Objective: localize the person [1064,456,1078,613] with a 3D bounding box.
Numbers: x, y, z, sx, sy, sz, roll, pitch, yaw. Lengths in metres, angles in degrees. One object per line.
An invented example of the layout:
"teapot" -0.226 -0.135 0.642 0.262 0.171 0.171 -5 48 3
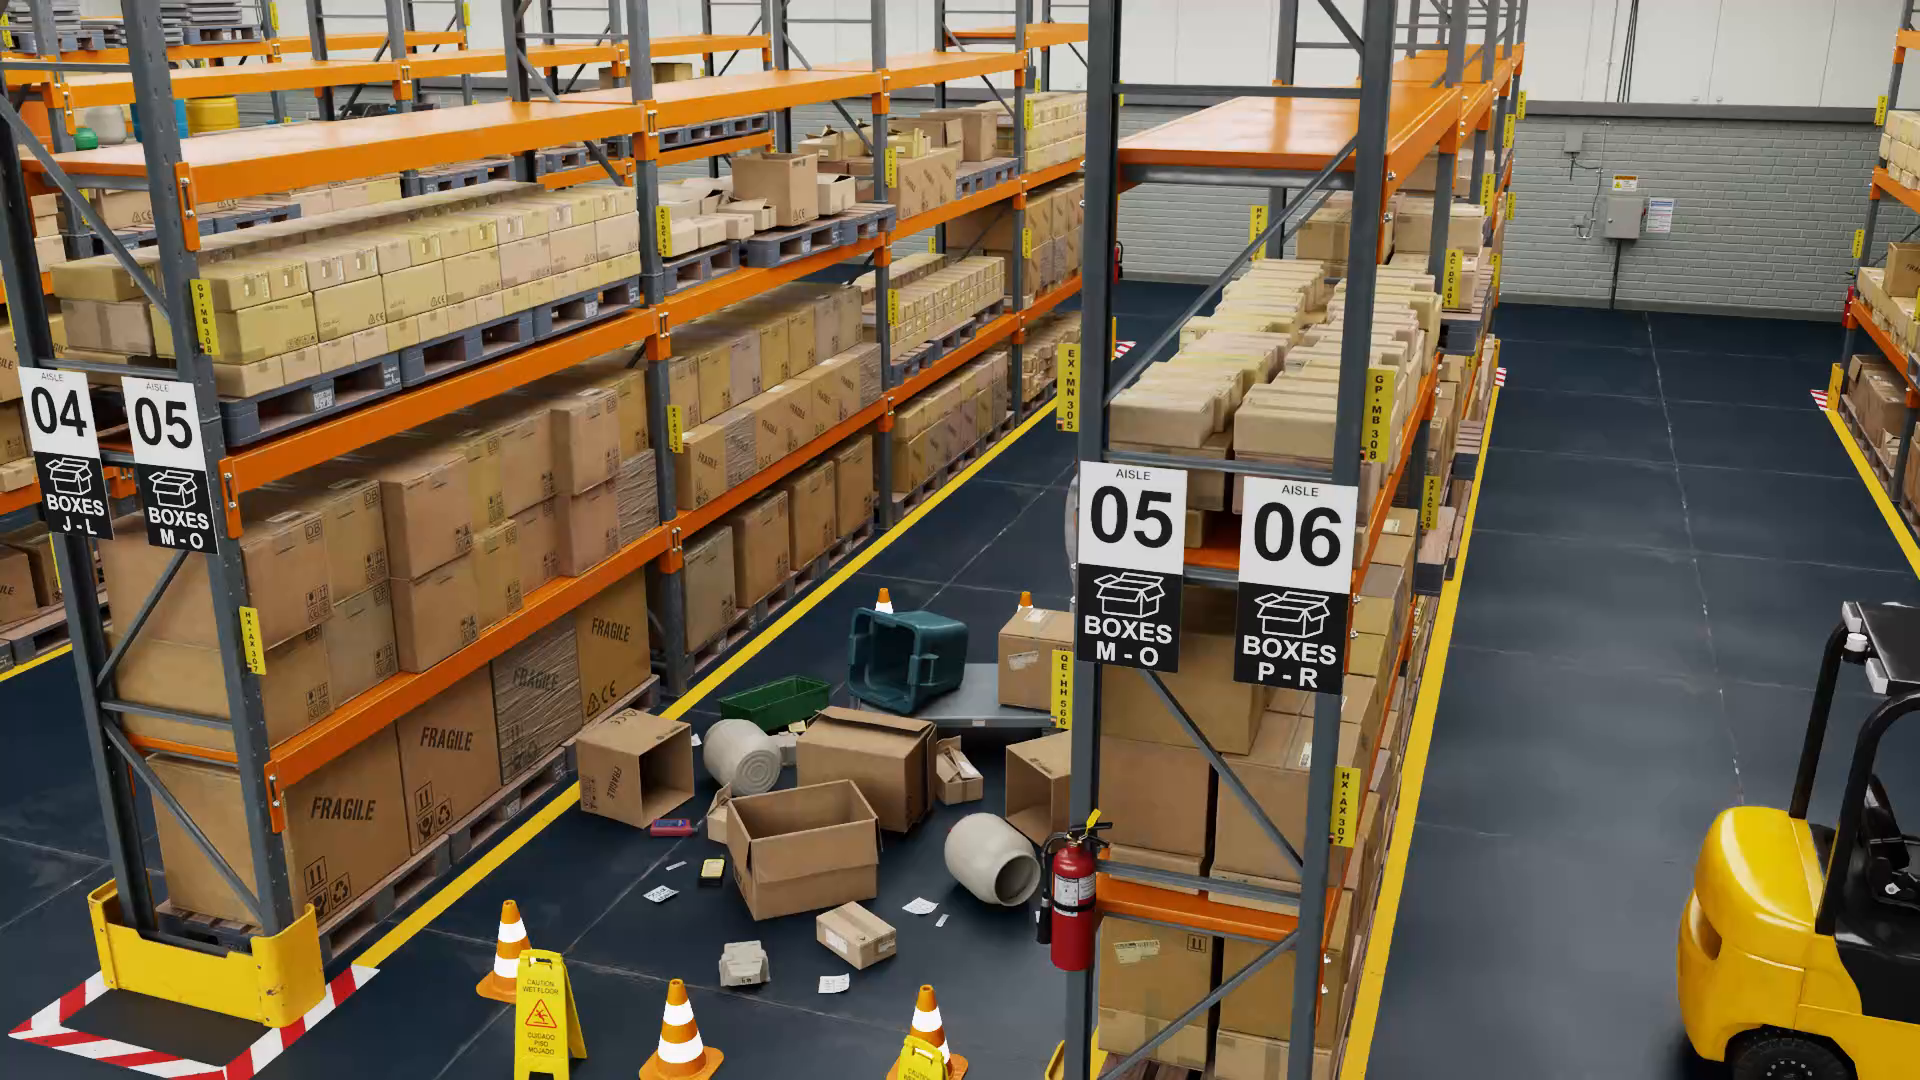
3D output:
"person" 0.962 0.038 12.453 0.351 1.672 0.501 6 20 17
